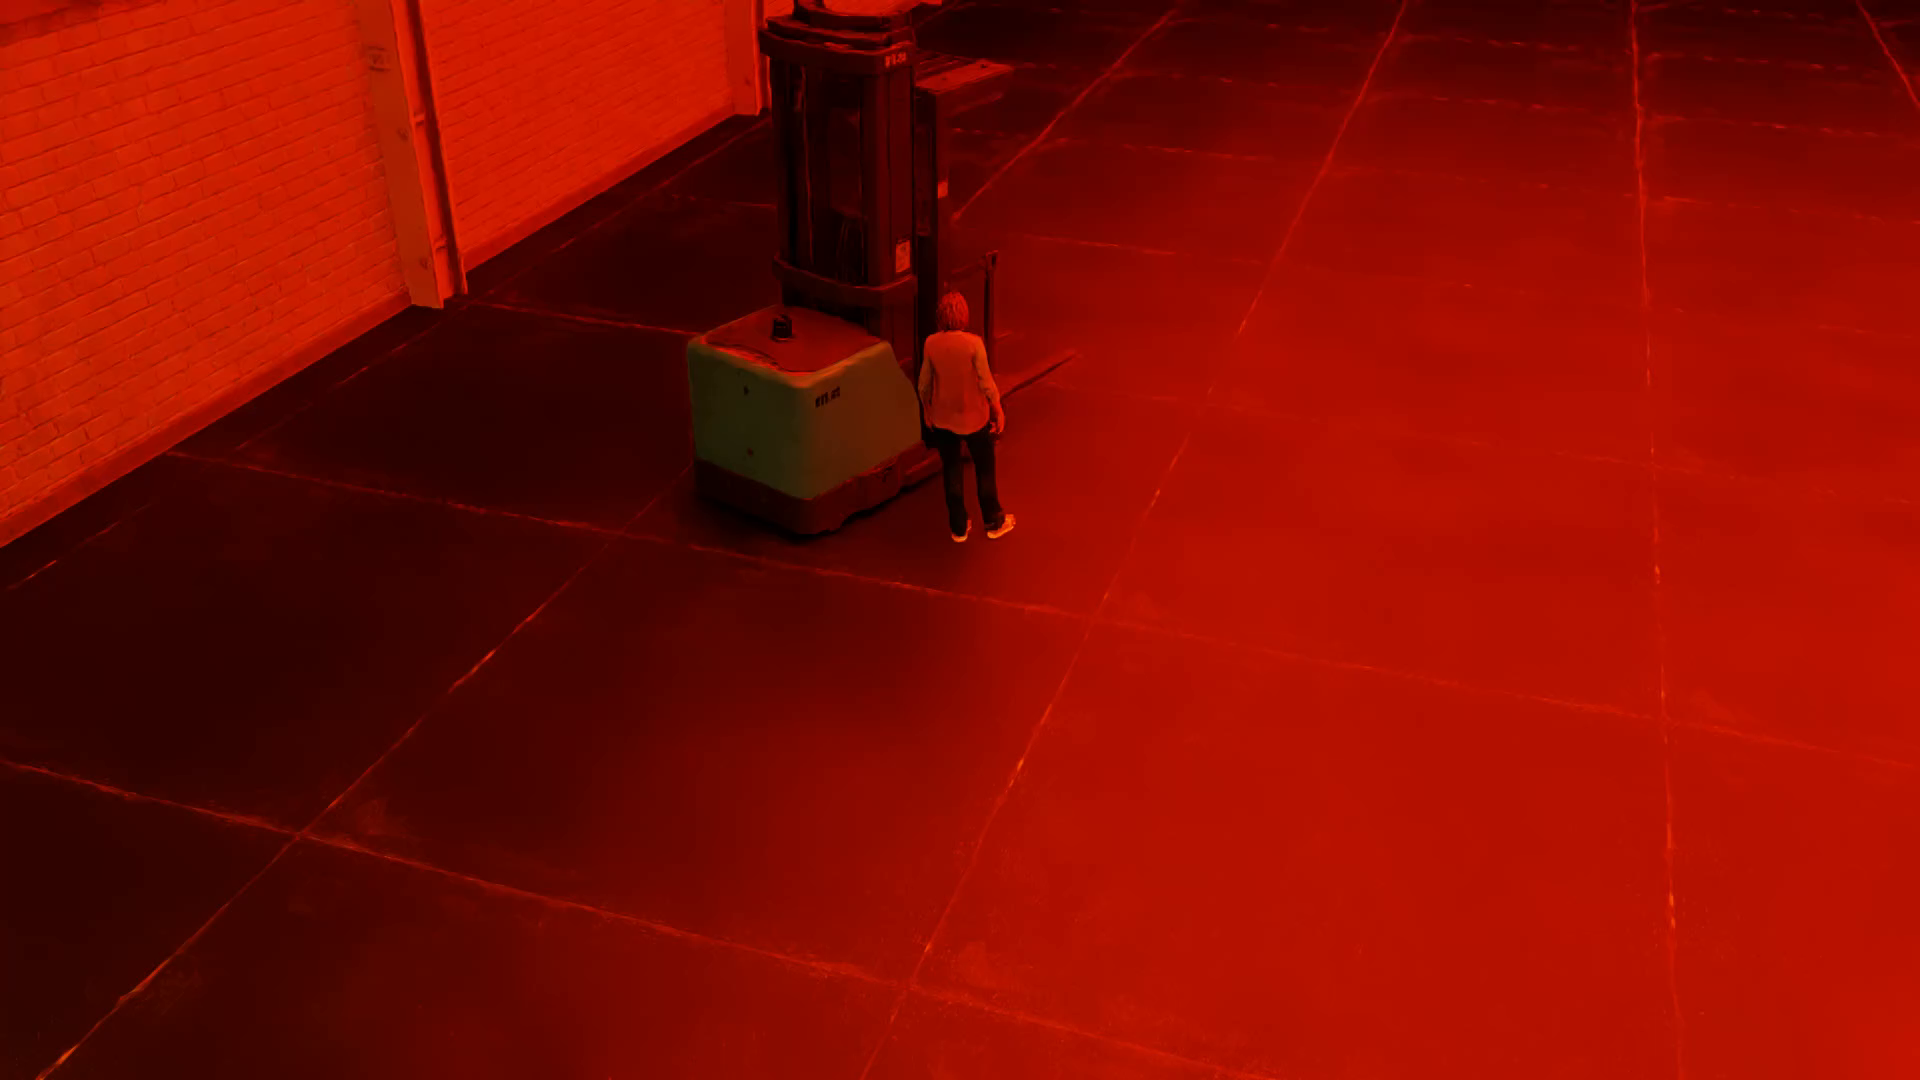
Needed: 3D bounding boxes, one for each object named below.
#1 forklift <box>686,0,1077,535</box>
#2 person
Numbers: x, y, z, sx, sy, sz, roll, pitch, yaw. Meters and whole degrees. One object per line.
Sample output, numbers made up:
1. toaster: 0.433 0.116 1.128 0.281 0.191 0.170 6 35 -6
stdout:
1. forklift: -0.362 -1.967 10.587 1.130 2.935 3.031 22 36 33
2. person: 0.037 -0.732 9.754 0.520 1.597 0.474 10 31 16
